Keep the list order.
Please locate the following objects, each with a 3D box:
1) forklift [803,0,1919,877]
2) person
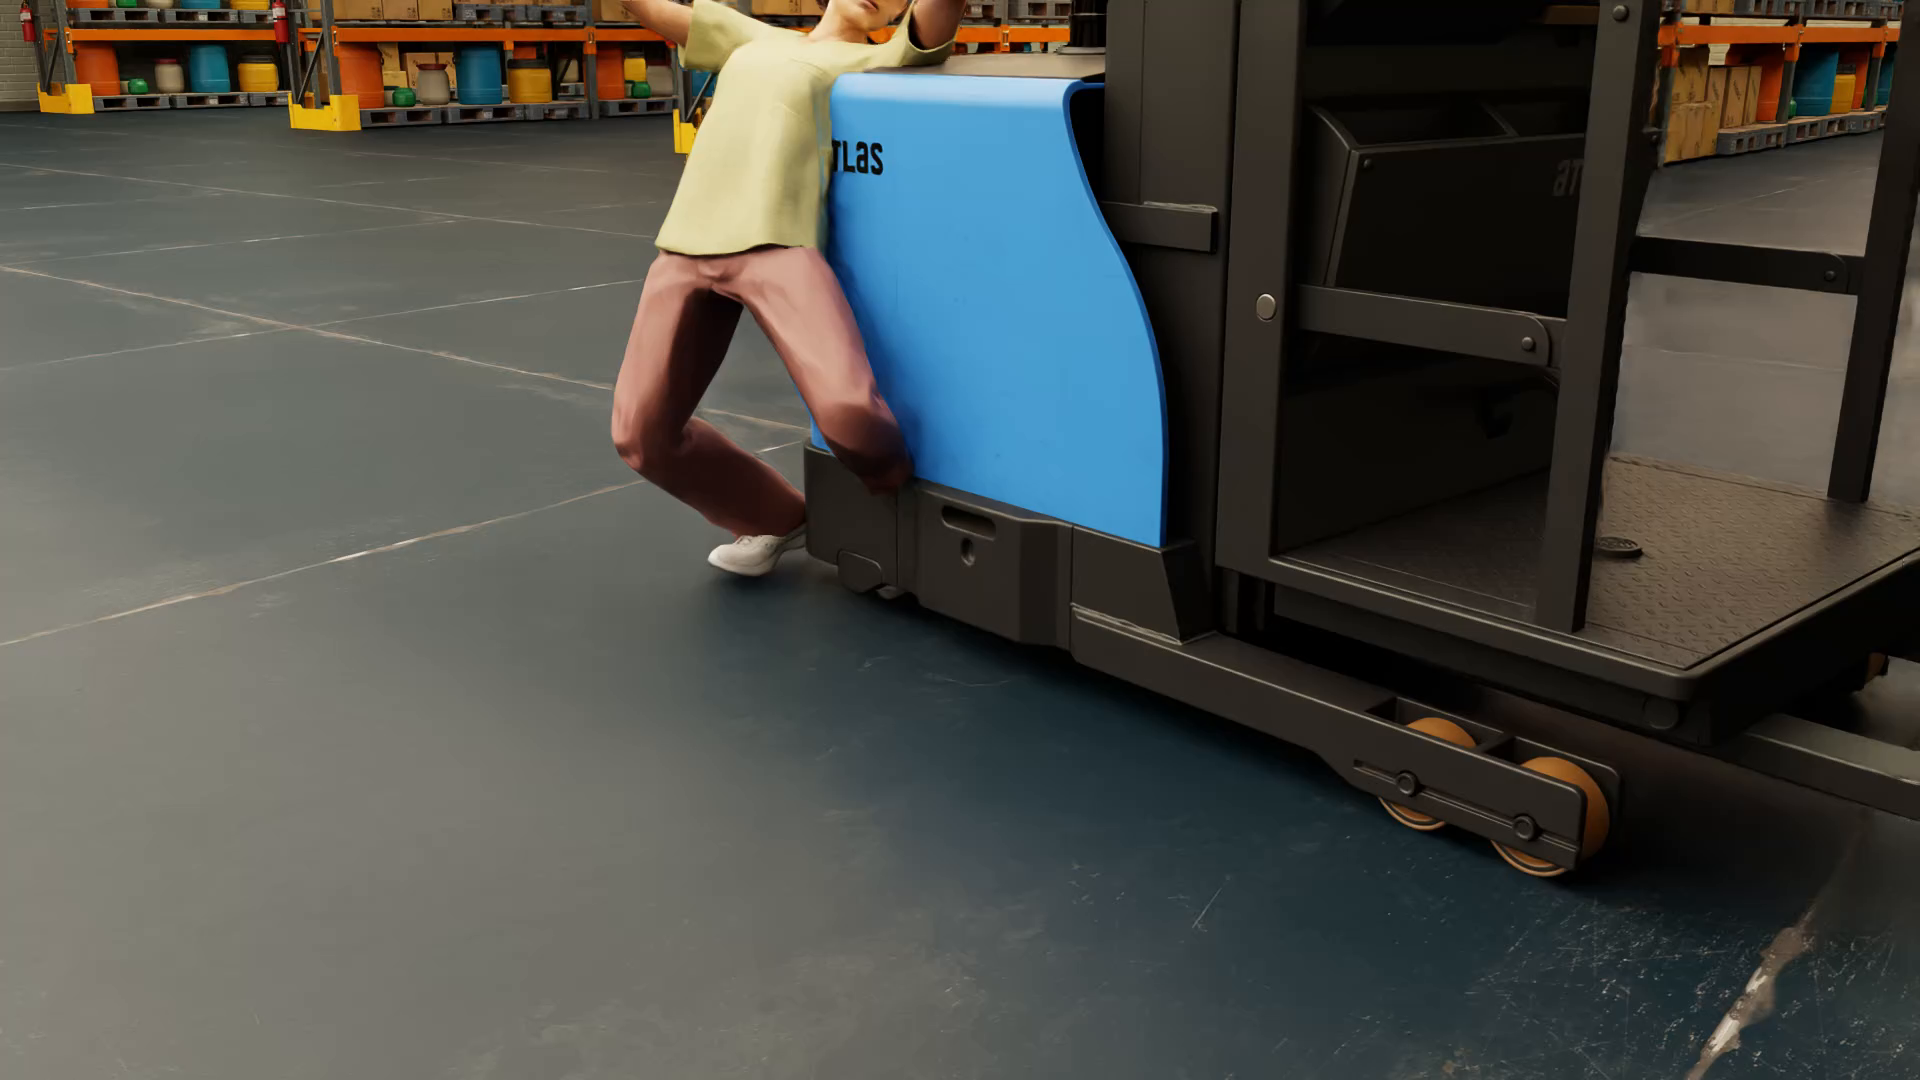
[{"bbox_3d":[1.022,-1.091,2.489,1.130,2.935,3.031,-15,22,-40],"label":"forklift"},{"bbox_3d":[-0.375,-0.658,3.412,0.900,1.544,0.692,8,19,24],"label":"person"}]
